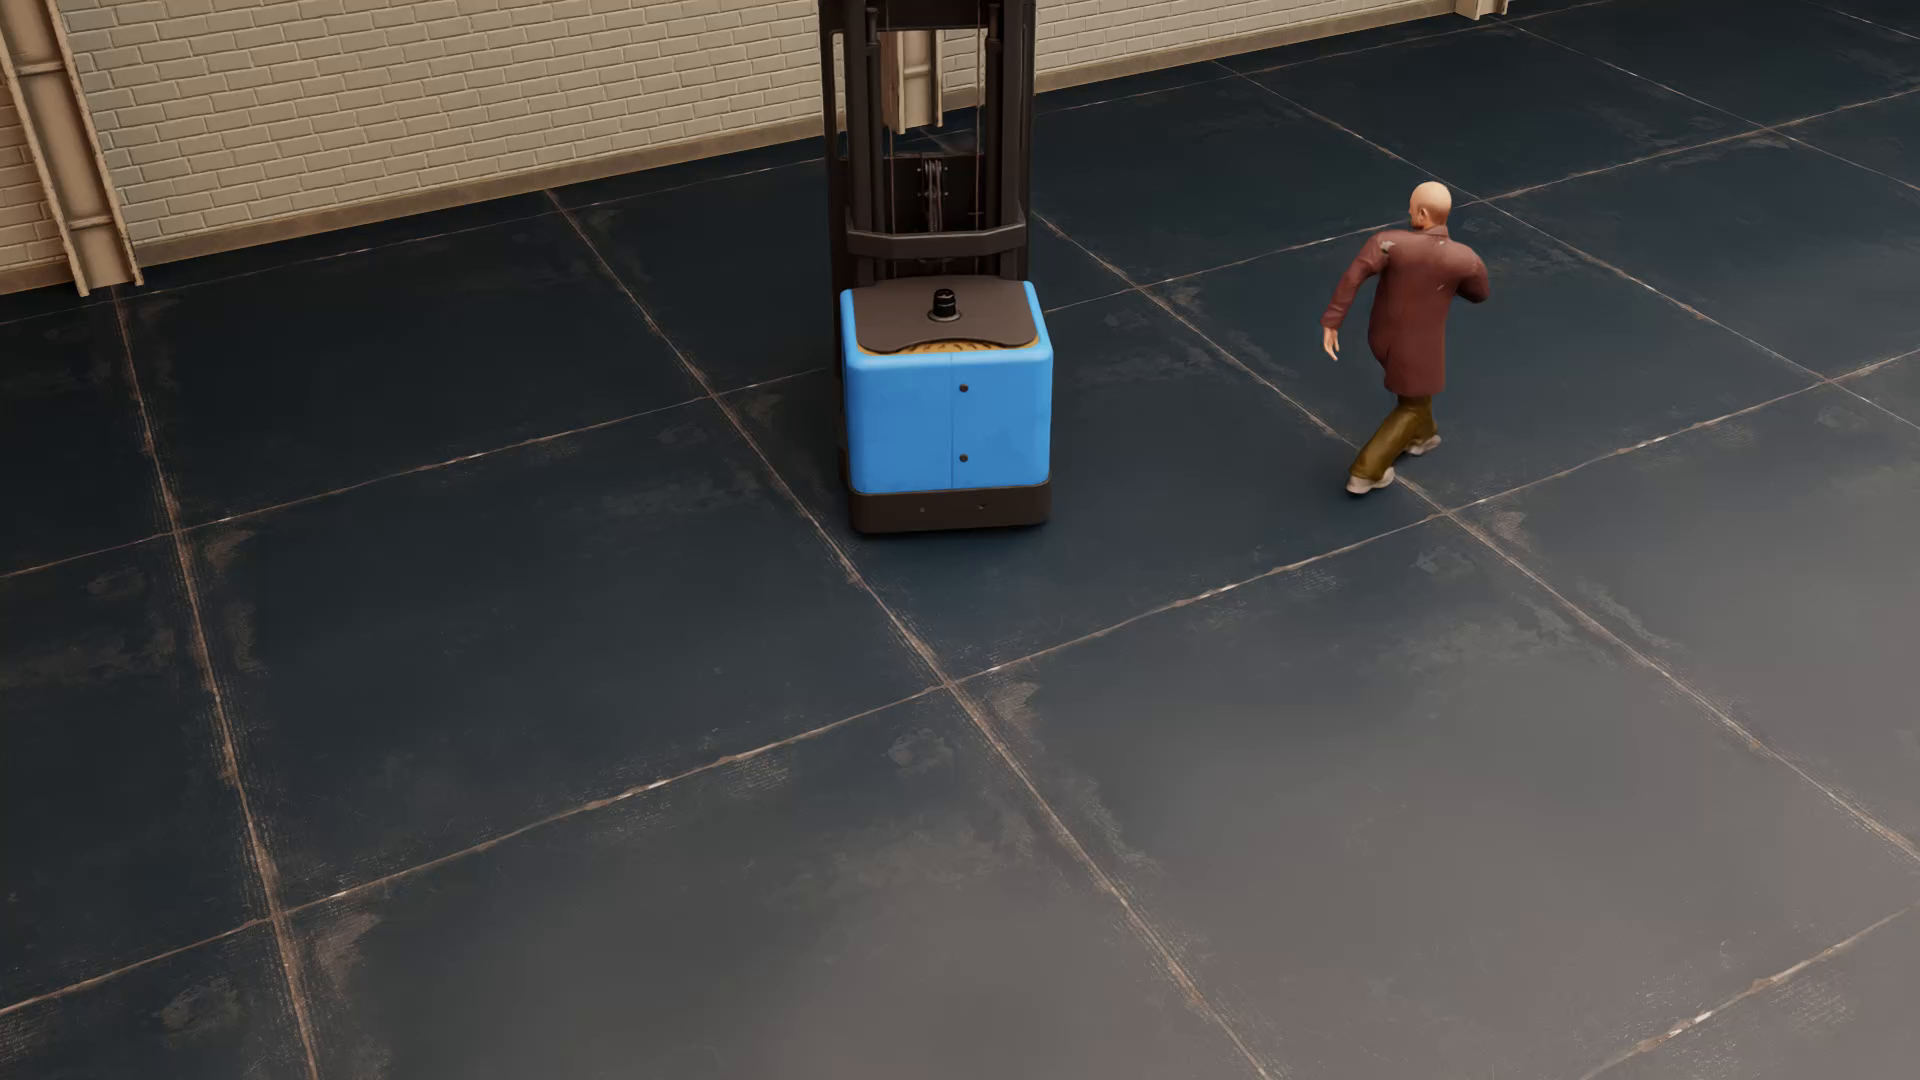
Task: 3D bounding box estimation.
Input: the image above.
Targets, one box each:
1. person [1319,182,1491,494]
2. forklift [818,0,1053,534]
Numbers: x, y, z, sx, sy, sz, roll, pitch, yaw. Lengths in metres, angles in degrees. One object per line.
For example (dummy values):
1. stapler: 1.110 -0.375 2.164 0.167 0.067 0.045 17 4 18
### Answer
1. person: 2.372 -1.070 8.737 0.613 1.731 1.009 30 45 35
2. forklift: -0.190 -2.065 9.044 1.130 2.935 3.031 -3 35 -5
